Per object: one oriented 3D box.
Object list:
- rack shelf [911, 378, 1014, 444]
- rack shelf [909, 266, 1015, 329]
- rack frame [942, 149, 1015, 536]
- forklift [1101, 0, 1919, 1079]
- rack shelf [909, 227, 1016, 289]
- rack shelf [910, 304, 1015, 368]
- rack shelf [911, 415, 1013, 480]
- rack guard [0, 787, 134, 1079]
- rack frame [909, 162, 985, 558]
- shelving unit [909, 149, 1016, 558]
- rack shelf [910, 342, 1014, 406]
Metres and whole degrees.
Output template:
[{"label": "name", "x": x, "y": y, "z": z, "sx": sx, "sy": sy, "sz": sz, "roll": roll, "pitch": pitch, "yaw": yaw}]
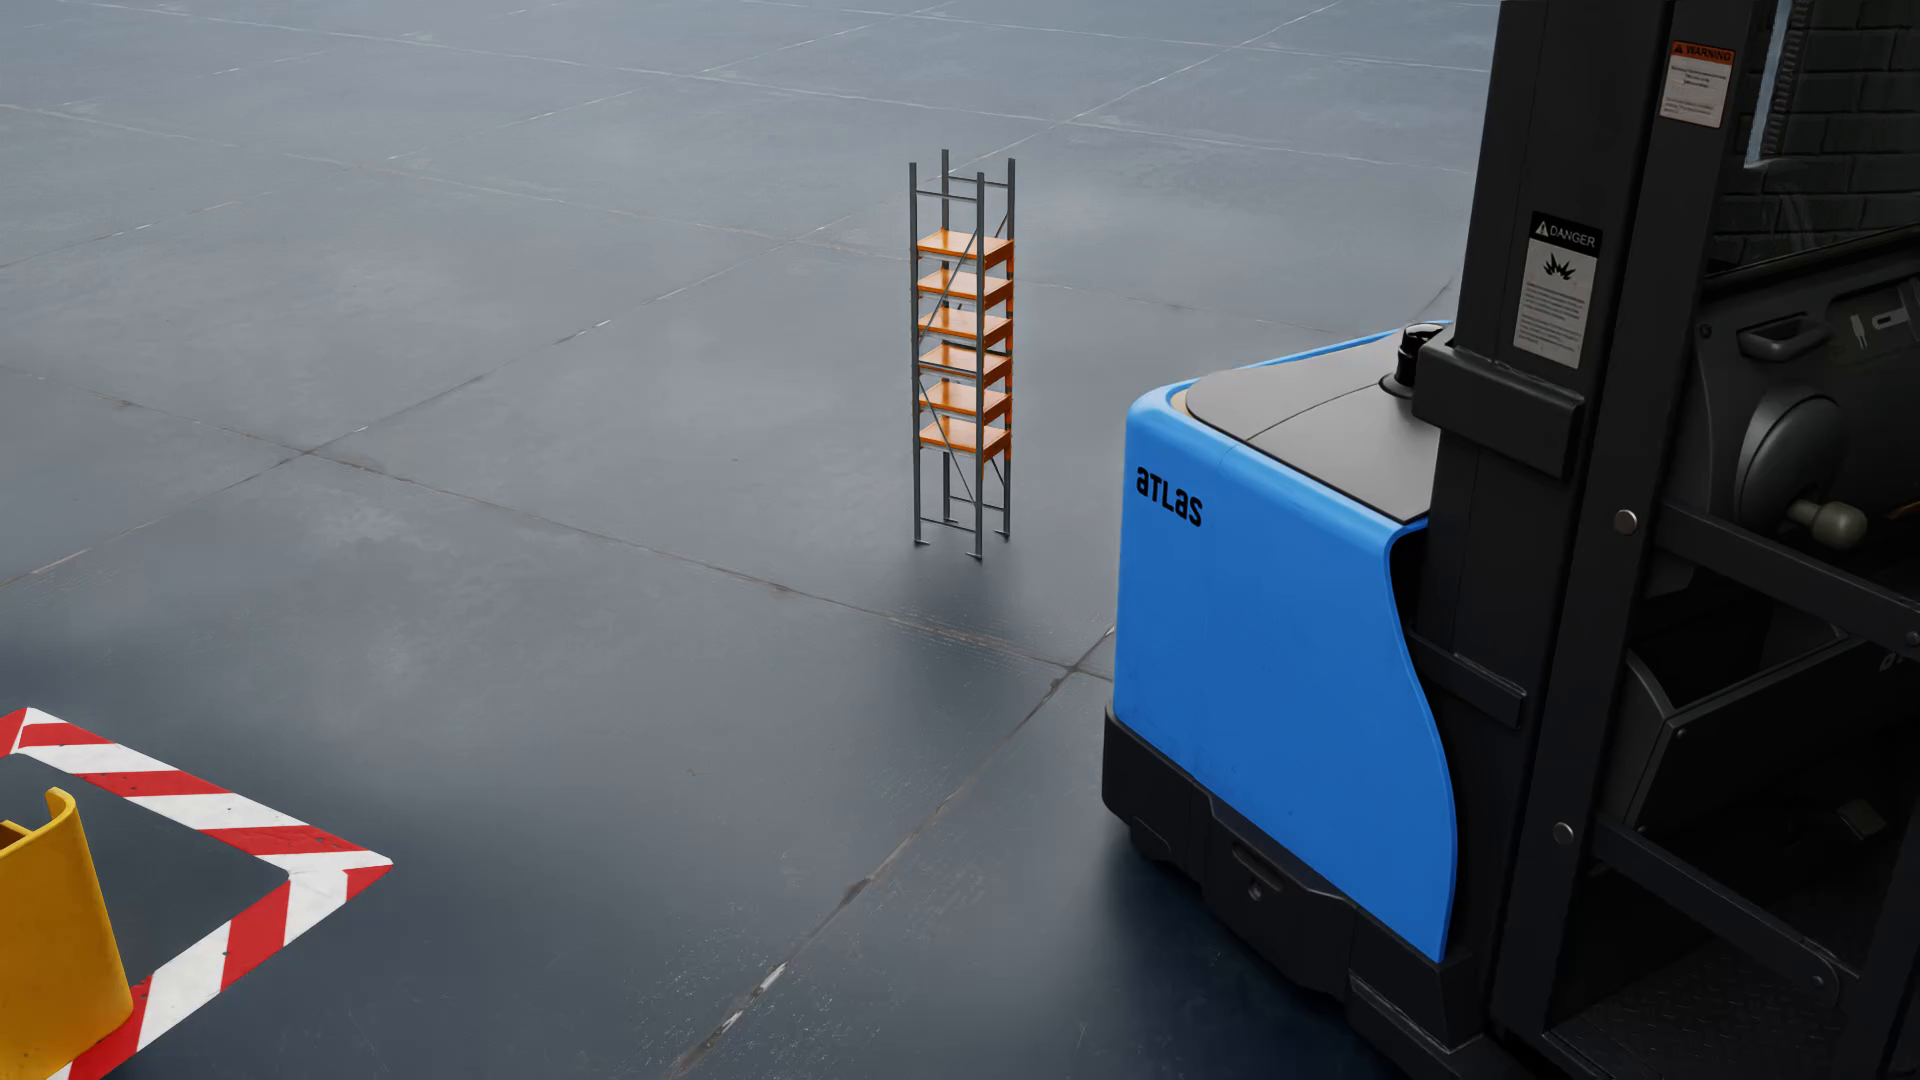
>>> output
[{"label": "rack shelf", "x": 0.007, "y": -0.395, "z": 5.066, "sx": 0.258, "sy": 0.103, "sz": 0.180, "roll": 14, "pitch": 30, "yaw": 26}, {"label": "rack shelf", "x": 0.007, "y": -0.717, "z": 4.905, "sx": 0.258, "sy": 0.103, "sz": 0.180, "roll": 14, "pitch": 30, "yaw": 26}, {"label": "rack frame", "x": 0.052, "y": -0.578, "z": 5.064, "sx": 0.240, "sy": 1.200, "sz": 0.006, "roll": 14, "pitch": 30, "yaw": 26}, {"label": "forklift", "x": 1.540, "y": -0.212, "z": 2.399, "sx": 1.130, "sy": 2.935, "sz": 3.031, "roll": -16, "pitch": 31, "yaw": -28}, {"label": "rack shelf", "x": 0.007, "y": -0.824, "z": 4.851, "sx": 0.258, "sy": 0.103, "sz": 0.180, "roll": 14, "pitch": 30, "yaw": 26}, {"label": "rack shelf", "x": 0.007, "y": -0.610, "z": 4.959, "sx": 0.258, "sy": 0.103, "sz": 0.180, "roll": 14, "pitch": 30, "yaw": 26}, {"label": "rack shelf", "x": 0.007, "y": -0.288, "z": 5.120, "sx": 0.258, "sy": 0.103, "sz": 0.180, "roll": 14, "pitch": 30, "yaw": 26}, {"label": "rack guard", "x": -2.235, "y": 0.660, "z": 3.374, "sx": 1.175, "sy": 0.500, "sz": 0.348, "roll": 14, "pitch": 30, "yaw": 26}, {"label": "rack frame", "x": -0.038, "y": -0.507, "z": 4.921, "sx": 0.240, "sy": 1.200, "sz": 0.006, "roll": 14, "pitch": 30, "yaw": 26}, {"label": "shelving unit", "x": 0.007, "y": -0.542, "z": 4.993, "sx": 0.258, "sy": 1.200, "sz": 0.189, "roll": 14, "pitch": 30, "yaw": 26}, {"label": "rack shelf", "x": 0.007, "y": -0.502, "z": 5.013, "sx": 0.258, "sy": 0.103, "sz": 0.180, "roll": 14, "pitch": 30, "yaw": 26}]
